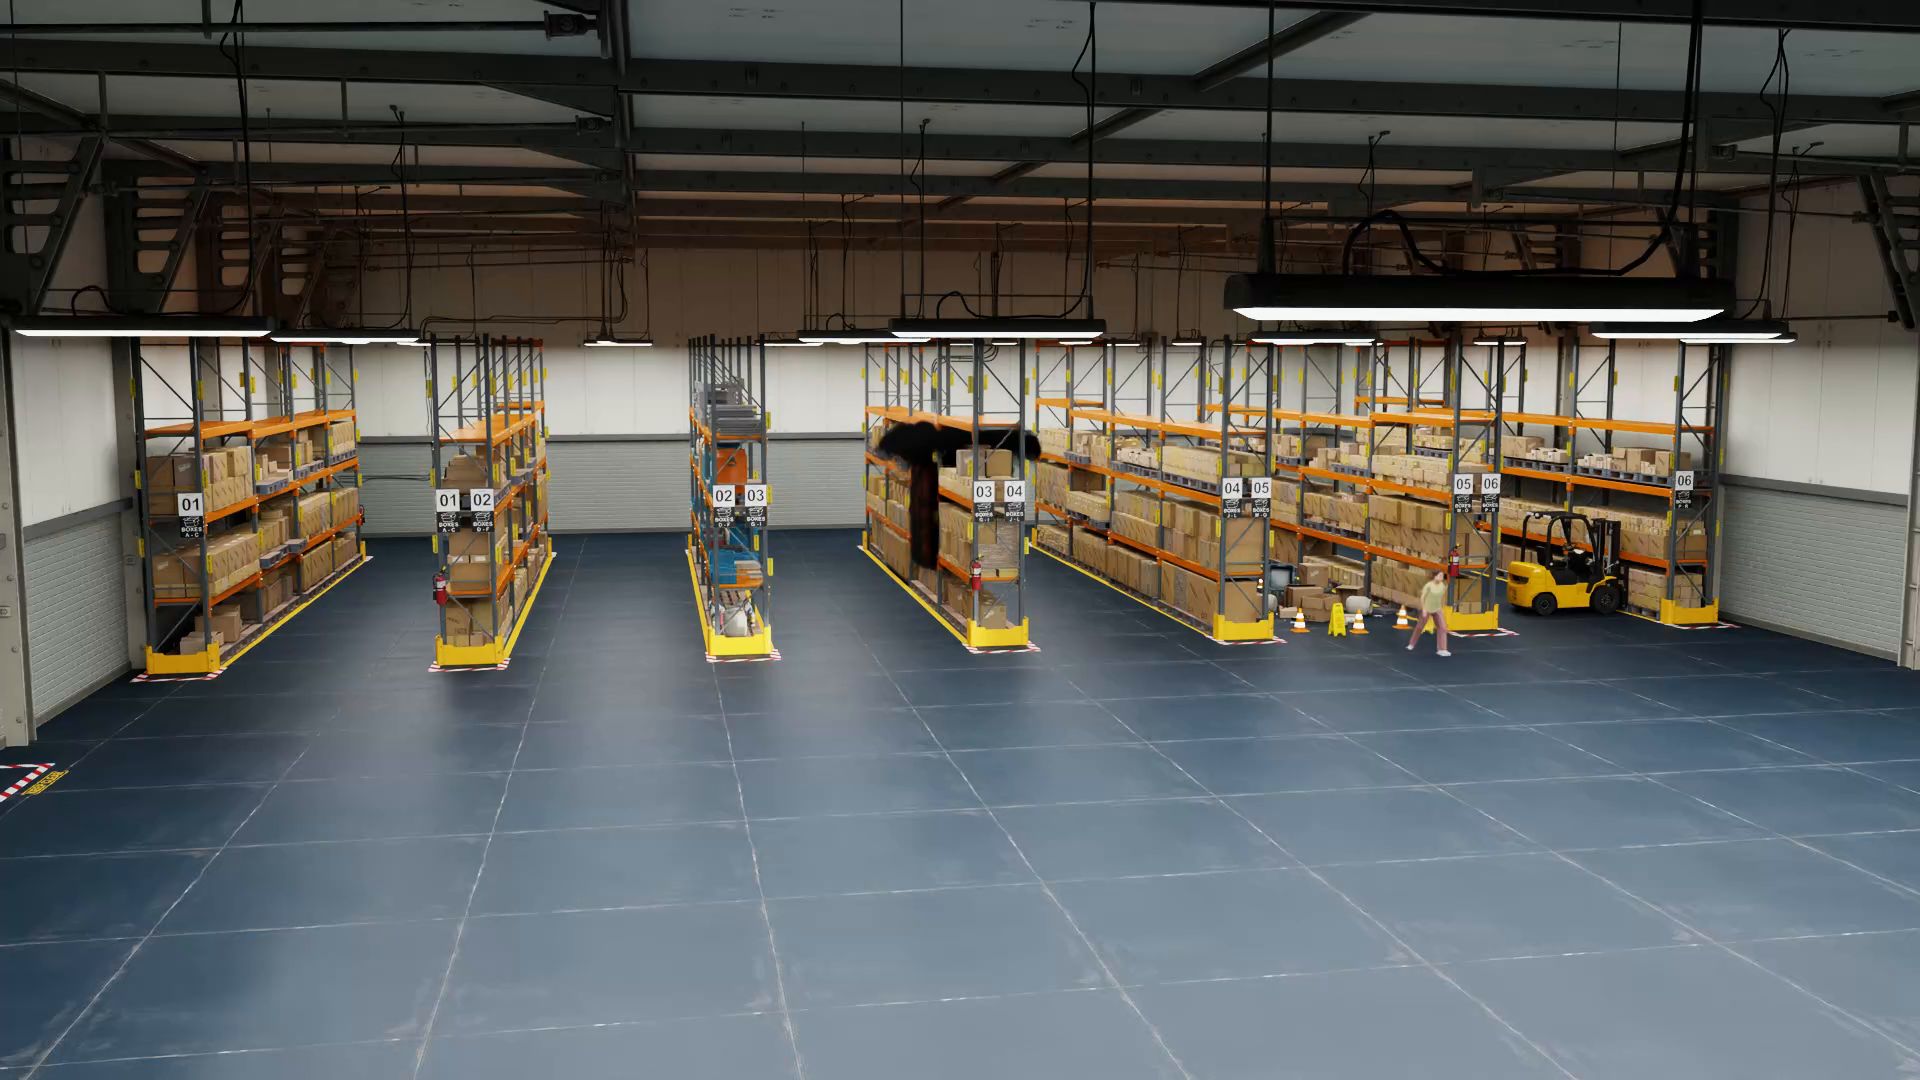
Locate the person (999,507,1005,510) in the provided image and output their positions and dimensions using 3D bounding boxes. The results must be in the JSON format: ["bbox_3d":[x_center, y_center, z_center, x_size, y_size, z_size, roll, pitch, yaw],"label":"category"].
[{"bbox_3d":[1.288,-0.362,45.901,0.682,1.681,0.714,-3,7,-27],"label":"person"}]

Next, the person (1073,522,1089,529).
[{"bbox_3d":[3.573,-0.810,49.576,0.763,1.743,0.674,1,7,7],"label":"person"}]

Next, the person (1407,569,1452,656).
[{"bbox_3d":[8.883,1.332,31.351,0.615,1.618,0.920,-2,7,-18],"label":"person"}]
